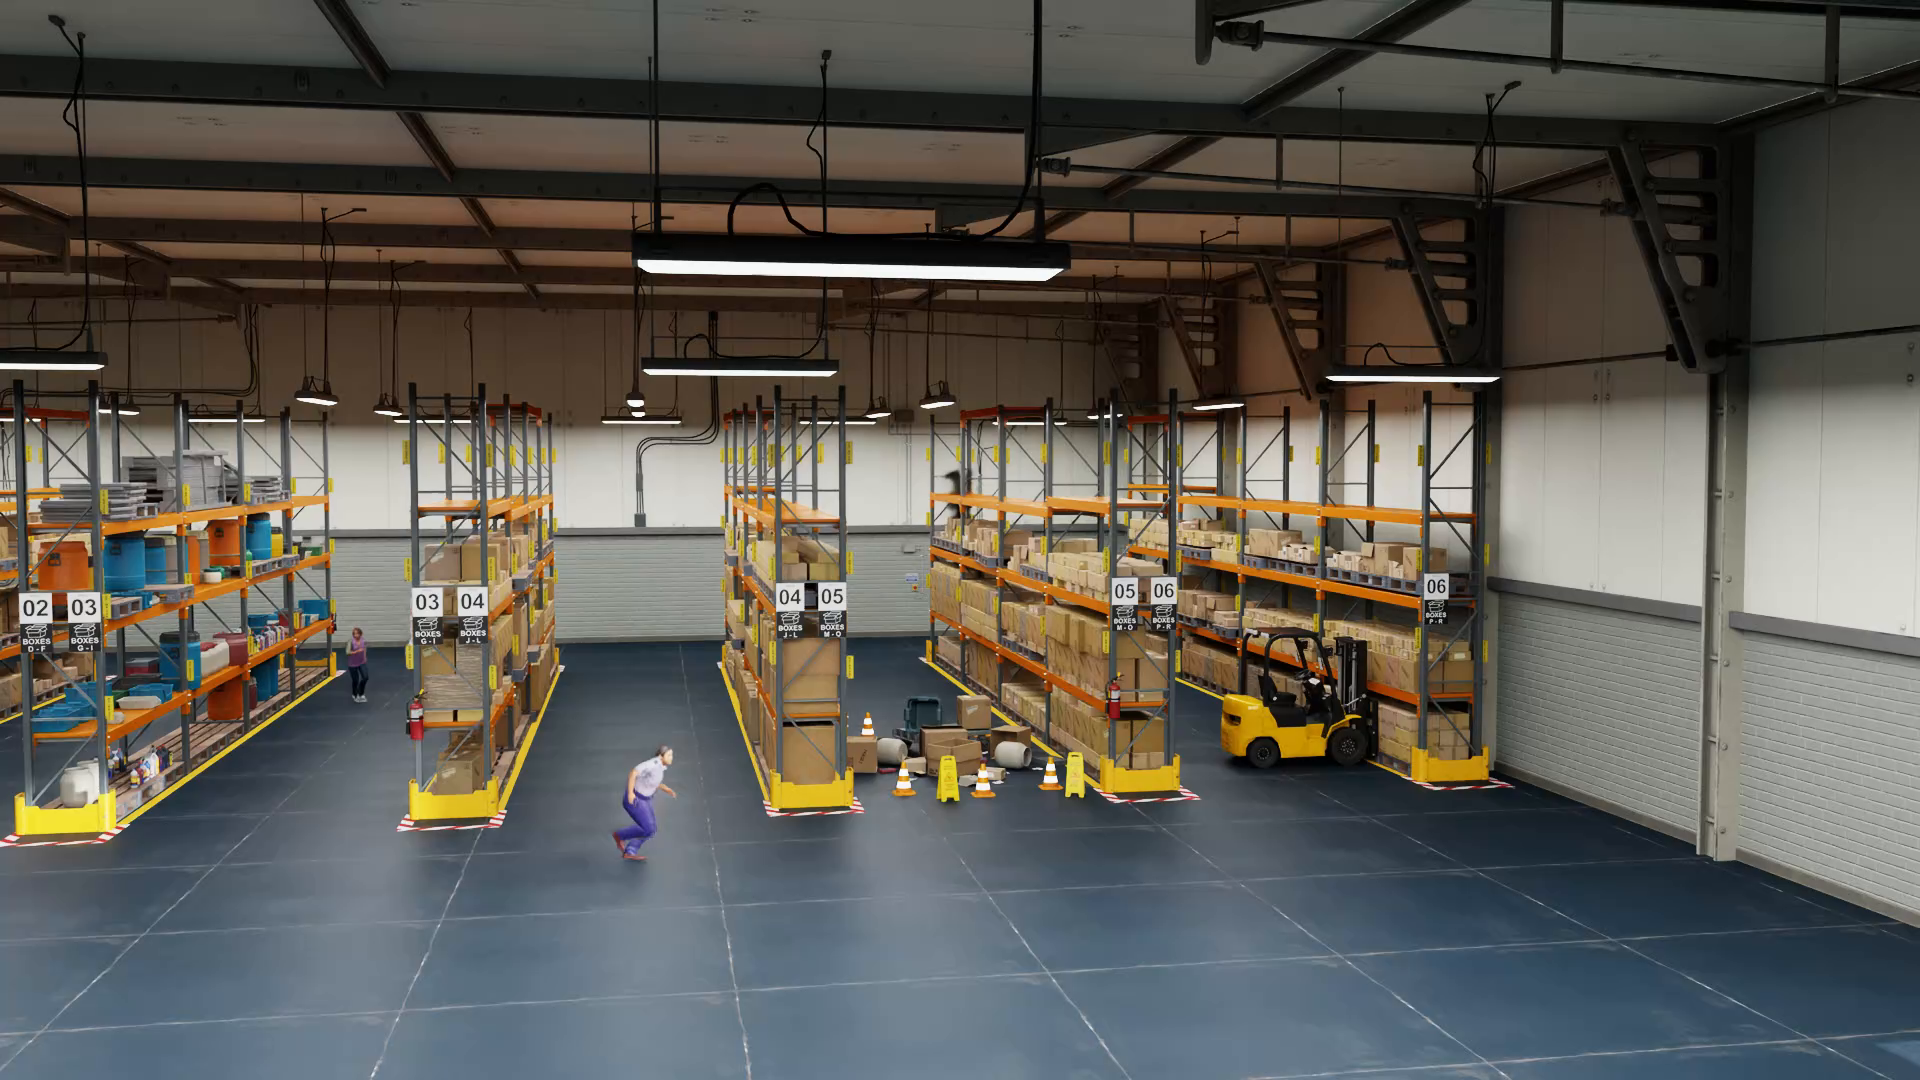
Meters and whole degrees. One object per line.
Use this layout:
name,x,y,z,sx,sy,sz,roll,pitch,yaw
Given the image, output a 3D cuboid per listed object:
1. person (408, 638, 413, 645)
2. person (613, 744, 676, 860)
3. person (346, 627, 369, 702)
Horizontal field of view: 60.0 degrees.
person,-13.320,2.023,41.214,0.839,1.827,0.642,1,3,14
person,-3.906,3.250,20.489,0.779,1.453,0.629,0,3,9
person,-12.193,2.528,33.577,0.505,1.556,0.811,-2,4,-36
